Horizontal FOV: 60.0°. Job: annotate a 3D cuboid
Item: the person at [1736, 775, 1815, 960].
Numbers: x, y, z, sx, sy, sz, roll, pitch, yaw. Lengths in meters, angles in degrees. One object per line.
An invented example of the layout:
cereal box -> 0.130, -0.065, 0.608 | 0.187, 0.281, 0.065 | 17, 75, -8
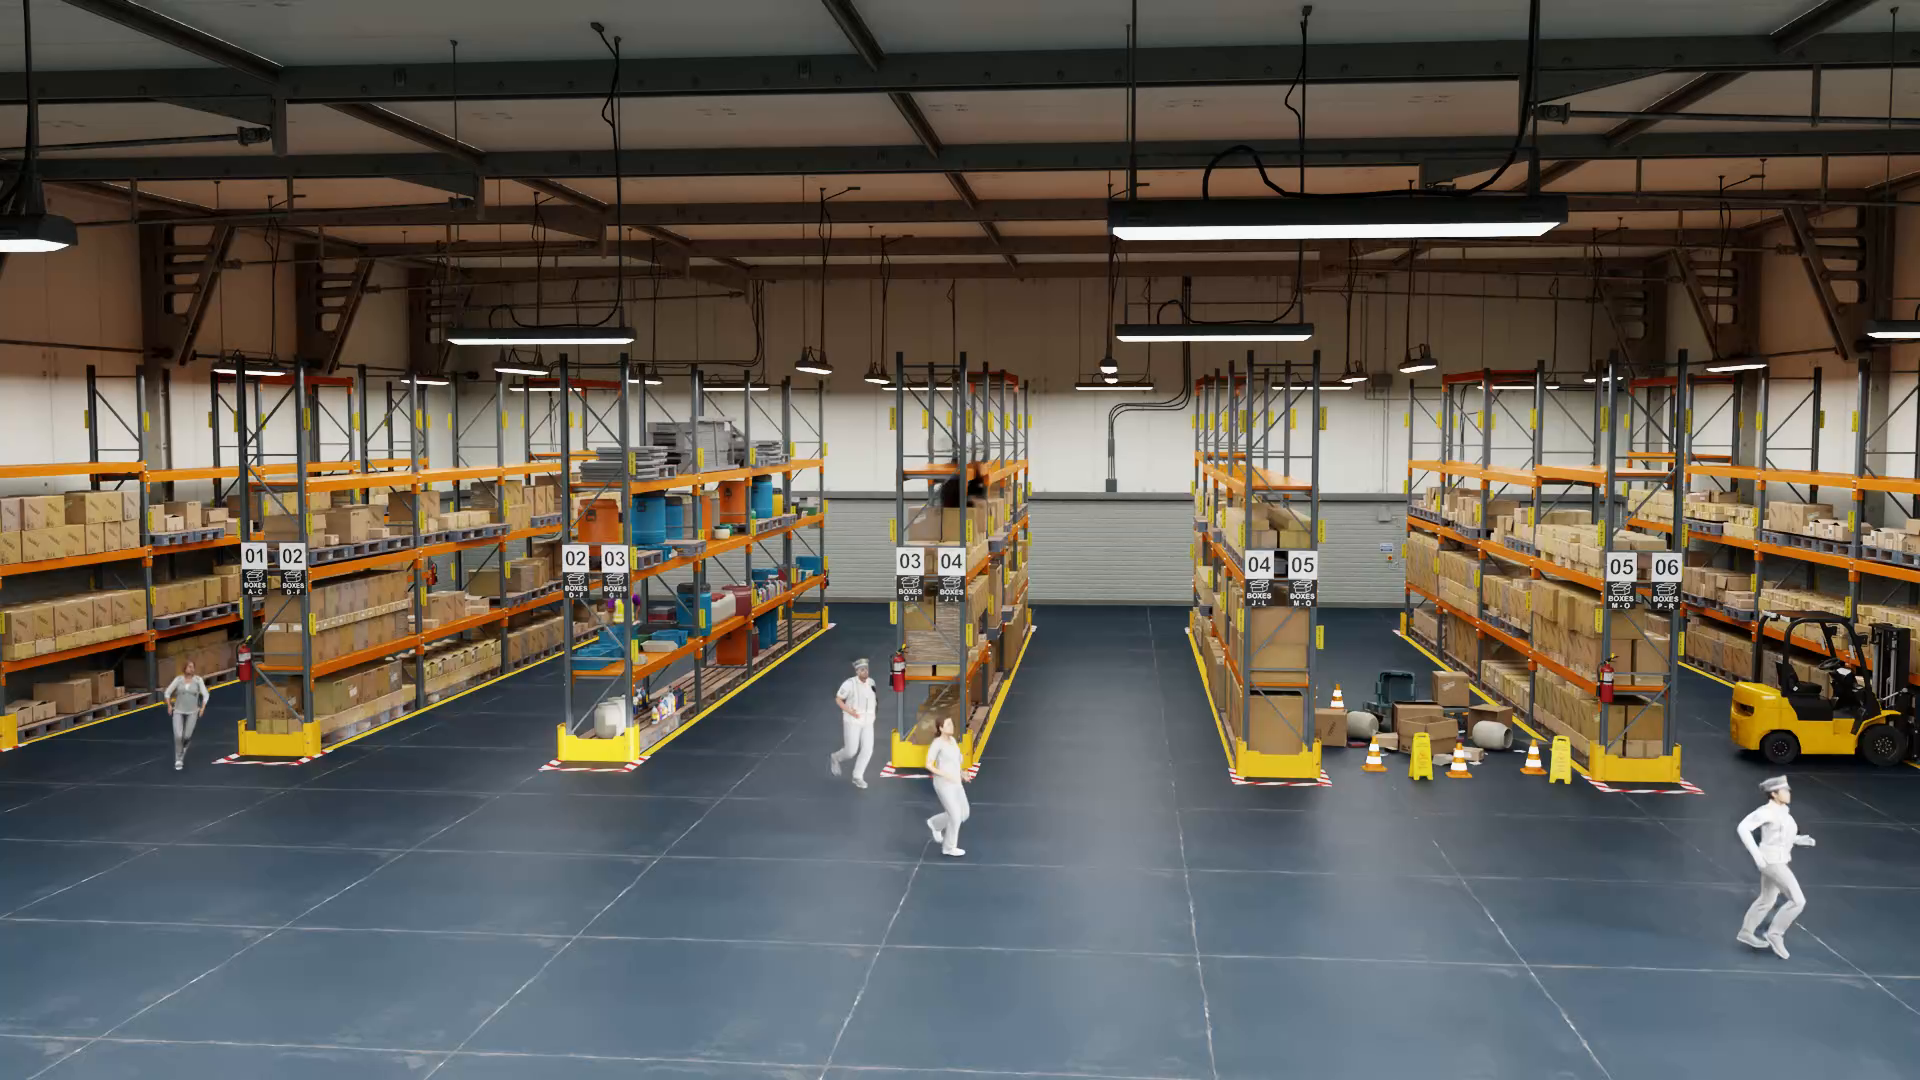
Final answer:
person -> 7.662, 3.051, 15.603 | 0.647, 1.703, 0.591 | 3, 5, 38

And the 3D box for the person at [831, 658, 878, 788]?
person -> -1.419, 2.505, 23.061 | 0.677, 1.766, 0.745 | -3, 5, -33

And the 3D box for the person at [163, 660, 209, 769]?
person -> -11.256, 2.523, 24.206 | 0.599, 1.556, 0.503 | -2, 4, -24

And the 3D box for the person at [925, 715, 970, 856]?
person -> -0.181, 2.823, 19.238 | 0.594, 1.618, 0.562 | 3, 5, 37

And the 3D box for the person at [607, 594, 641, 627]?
person -> -6.866, 1.714, 33.956 | 0.673, 1.813, 0.706 | 0, 4, -5
